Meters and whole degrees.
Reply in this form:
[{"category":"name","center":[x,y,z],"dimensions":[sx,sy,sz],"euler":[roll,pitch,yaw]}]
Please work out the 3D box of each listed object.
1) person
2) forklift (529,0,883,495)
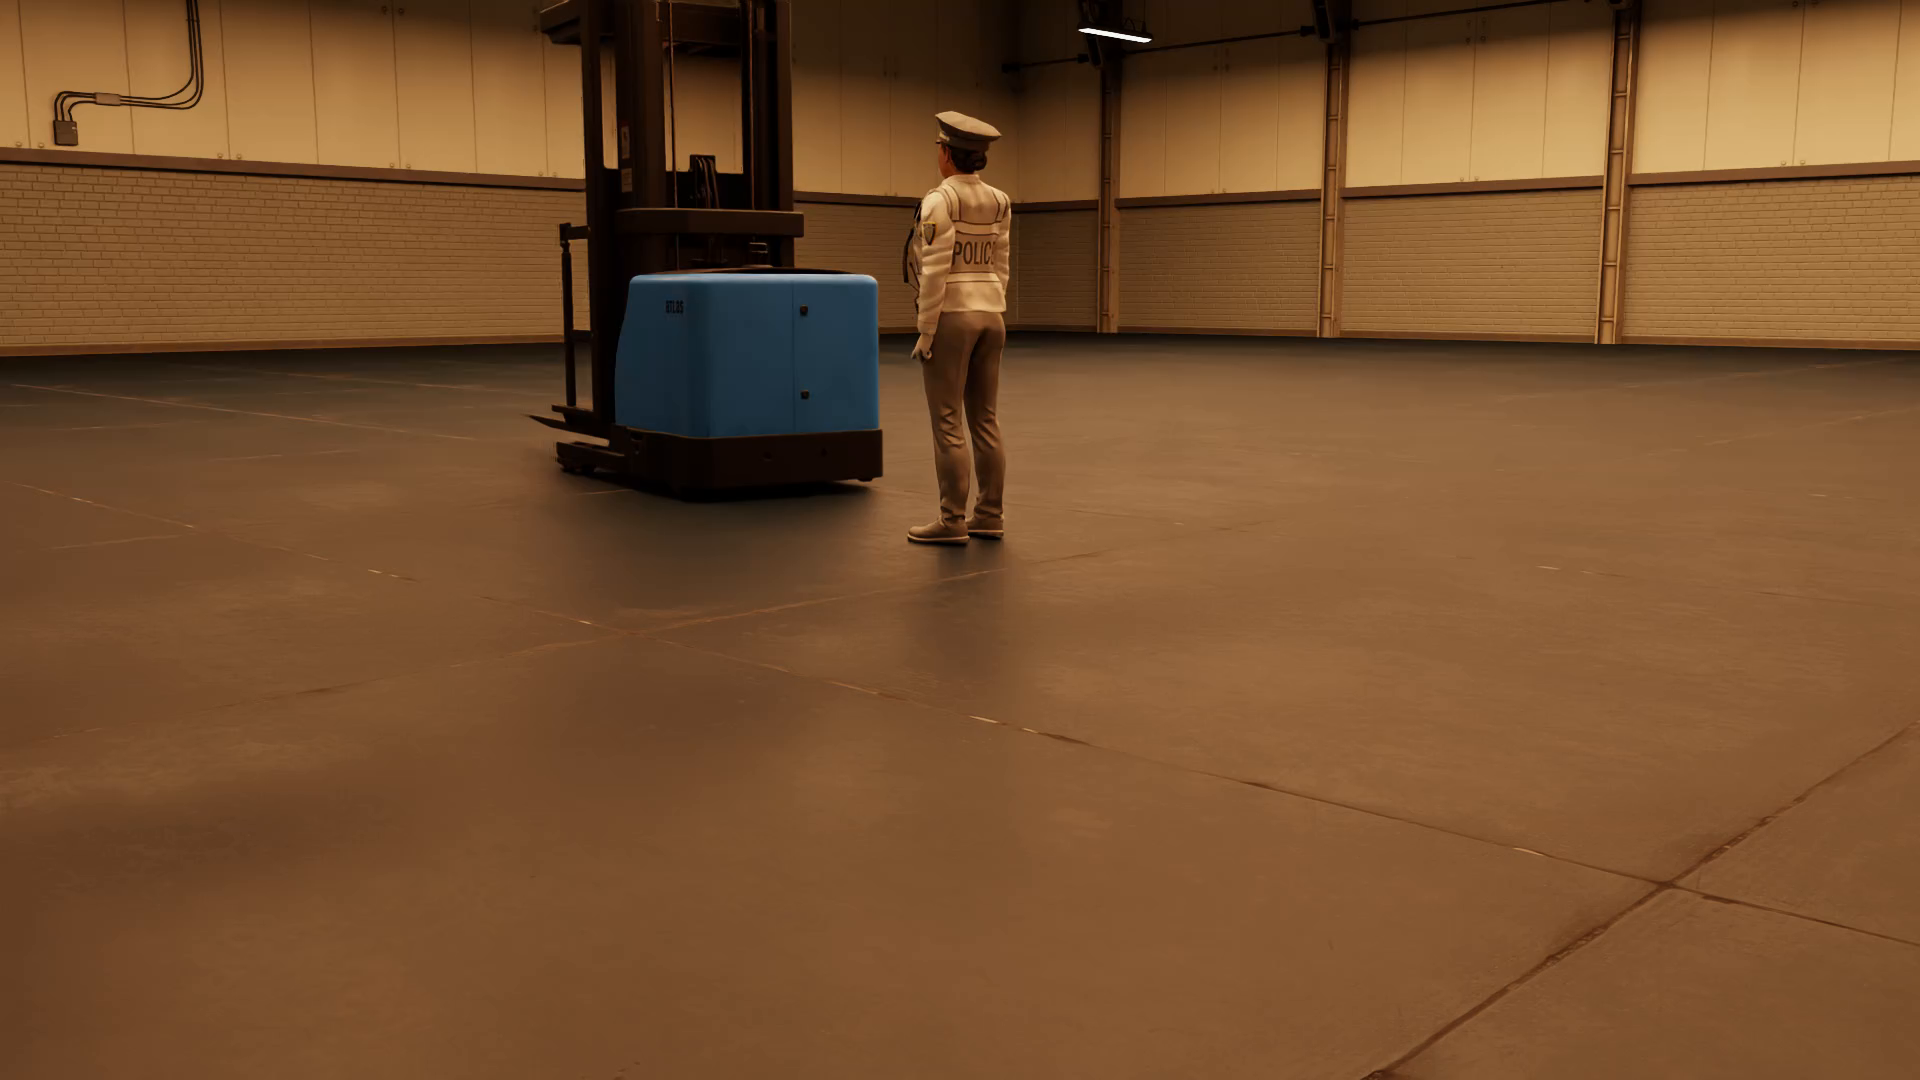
[{"category":"person","center":[-0.004,-0.834,6.587],"dimensions":[0.353,1.694,0.461],"euler":[8,12,43]},{"category":"forklift","center":[-1.600,-1.844,9.119],"dimensions":[1.130,2.935,3.031],"euler":[-5,10,-32]}]
